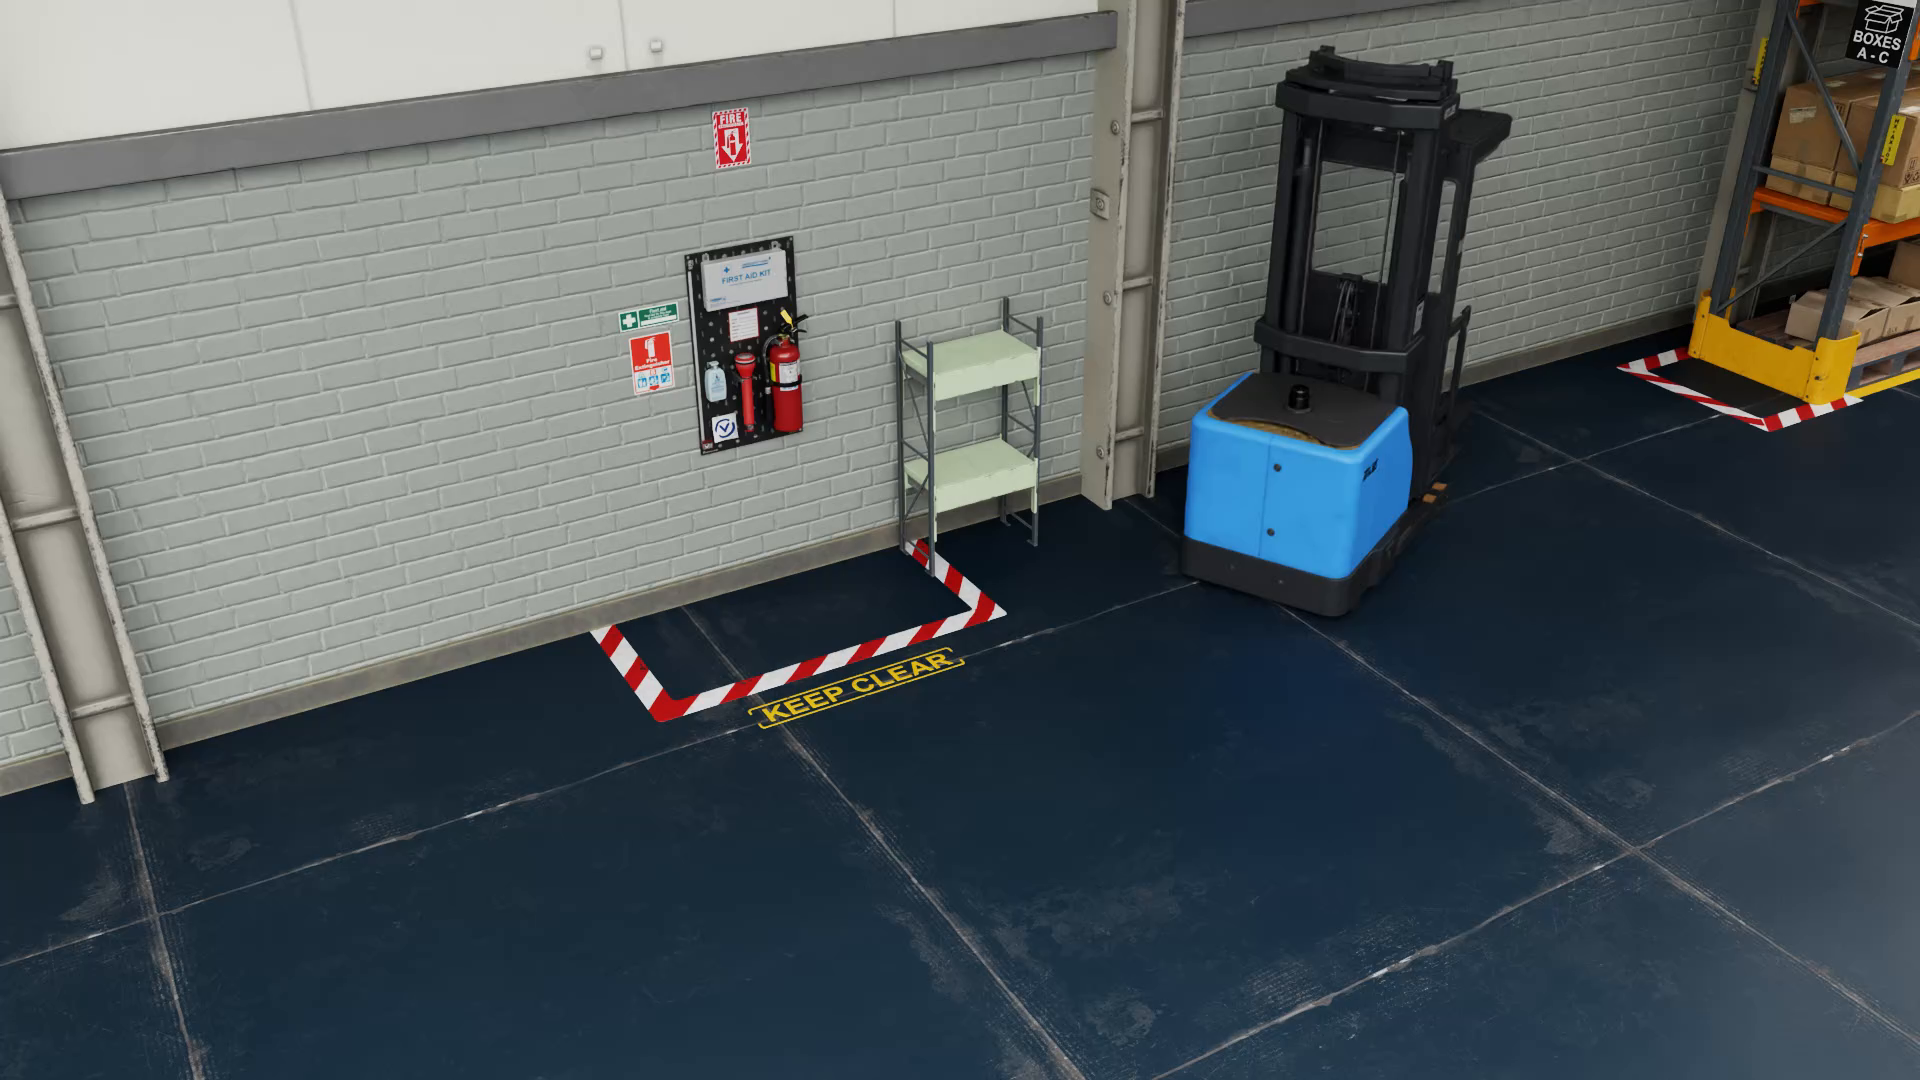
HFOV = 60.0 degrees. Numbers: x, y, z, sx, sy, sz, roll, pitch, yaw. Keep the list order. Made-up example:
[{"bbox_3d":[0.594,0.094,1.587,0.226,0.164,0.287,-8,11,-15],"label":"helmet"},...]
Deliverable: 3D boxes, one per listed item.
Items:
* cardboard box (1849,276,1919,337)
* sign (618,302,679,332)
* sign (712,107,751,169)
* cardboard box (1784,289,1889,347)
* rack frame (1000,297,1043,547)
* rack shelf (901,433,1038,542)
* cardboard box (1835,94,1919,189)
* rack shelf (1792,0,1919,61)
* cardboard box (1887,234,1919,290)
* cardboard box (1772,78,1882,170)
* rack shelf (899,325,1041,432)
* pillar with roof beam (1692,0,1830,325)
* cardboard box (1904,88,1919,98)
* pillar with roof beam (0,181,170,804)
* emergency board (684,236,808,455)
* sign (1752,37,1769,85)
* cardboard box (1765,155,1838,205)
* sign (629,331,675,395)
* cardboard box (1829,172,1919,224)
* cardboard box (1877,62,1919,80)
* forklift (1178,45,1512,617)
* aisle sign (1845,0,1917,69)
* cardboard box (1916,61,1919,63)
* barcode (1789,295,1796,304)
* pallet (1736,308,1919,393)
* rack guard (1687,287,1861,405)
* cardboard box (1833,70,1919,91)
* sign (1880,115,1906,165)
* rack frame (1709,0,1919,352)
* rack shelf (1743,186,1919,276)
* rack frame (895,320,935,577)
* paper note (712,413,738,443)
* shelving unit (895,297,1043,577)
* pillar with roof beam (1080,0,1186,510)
[{"bbox_3d":[7.167,-1.840,12.905,0.500,0.311,0.500,-13,31,-22],"label":"cardboard box"},{"bbox_3d":[-1.645,-1.180,8.796,0.331,0.109,0.001,-16,33,-26],"label":"sign"},{"bbox_3d":[-1.182,-2.082,8.617,0.199,0.298,0.001,-16,33,-26],"label":"sign"},{"bbox_3d":[6.675,-1.701,12.653,0.500,0.311,0.500,-20,35,-32],"label":"cardboard box"},{"bbox_3d":[0.367,-0.700,10.065,0.023,1.500,0.400,-16,33,-27],"label":"rack frame"},{"bbox_3d":[0.053,-0.324,10.058,0.720,0.370,0.431,-16,33,-27],"label":"rack shelf"},{"bbox_3d":[6.597,-2.816,11.705,0.500,0.500,0.500,-16,33,-26],"label":"cardboard box"},{"bbox_3d":[7.758,-4.041,12.206,4.000,0.370,1.077,-16,33,-26],"label":"rack shelf"},{"bbox_3d":[7.825,-2.082,13.147,0.500,0.500,0.700,-18,34,-29],"label":"cardboard box"},{"bbox_3d":[6.332,-3.029,12.090,0.500,0.500,0.500,-16,33,-27],"label":"cardboard box"},{"bbox_3d":[0.053,-0.951,9.712,0.720,0.370,0.431,-16,33,-27],"label":"rack shelf"},{"bbox_3d":[8.380,-3.918,8.135,0.400,9.000,9.100,-16,33,-26],"label":"pillar with roof beam"},{"bbox_3d":[7.028,-2.933,11.917,0.500,0.500,0.500,-16,33,-26],"label":"cardboard box"},{"bbox_3d":[-1.966,-0.981,2.812,0.400,9.000,9.100,-16,33,-26],"label":"pillar with roof beam"},{"bbox_3d":[-1.124,-1.027,9.105,0.643,1.169,0.194,-16,33,-26],"label":"emergency board"},{"bbox_3d":[5.769,-3.435,11.942,0.005,0.325,0.100,-16,33,-26],"label":"sign"},{"bbox_3d":[6.338,-2.692,12.255,0.500,0.250,0.500,-15,32,-26],"label":"cardboard box"},{"bbox_3d":[-1.653,-0.950,8.929,0.234,0.329,0.001,-16,33,-26],"label":"sign"},{"bbox_3d":[6.615,-2.484,11.878,0.500,0.250,0.500,-17,33,-28],"label":"cardboard box"},{"bbox_3d":[7.215,-3.276,12.538,0.500,0.500,0.500,-17,33,-28],"label":"cardboard box"},{"bbox_3d":[2.516,-1.519,10.068,1.130,2.935,3.031,17,33,28],"label":"forklift"},{"bbox_3d":[6.123,-3.549,10.984,0.004,0.787,0.394,-16,33,-26],"label":"aisle sign"},{"bbox_3d":[7.649,-3.399,12.762,0.500,0.500,0.500,-15,32,-26],"label":"cardboard box"},{"bbox_3d":[6.488,-1.876,12.960,0.075,0.075,0.001,-16,33,-26],"label":"barcode"},{"bbox_3d":[6.817,-1.535,12.911,1.213,0.211,1.003,-16,33,-26],"label":"pallet"},{"bbox_3d":[6.099,-1.477,12.508,0.348,0.500,1.175,-16,33,-26],"label":"rack guard"},{"bbox_3d":[6.771,-3.148,12.306,0.500,0.500,0.500,-15,32,-26],"label":"cardboard box"},{"bbox_3d":[6.308,-2.706,11.252,0.005,0.325,0.100,-16,33,-26],"label":"sign"},{"bbox_3d":[6.033,-2.553,11.870,0.127,3.000,1.000,-16,33,-26],"label":"rack frame"},{"bbox_3d":[7.758,-2.728,12.931,4.000,0.370,1.077,-16,33,-26],"label":"rack shelf"},{"bbox_3d":[-0.261,-0.519,9.735,0.023,1.500,0.400,-16,33,-27],"label":"rack frame"},{"bbox_3d":[-1.312,-0.627,9.292,0.142,0.148,0.016,-16,33,-26],"label":"paper note"},{"bbox_3d":[0.053,-0.609,9.900,0.755,1.500,0.431,-16,33,-27],"label":"shelving unit"},{"bbox_3d":[3.207,-2.449,5.473,0.400,9.000,9.100,-16,33,-26],"label":"pillar with roof beam"}]
